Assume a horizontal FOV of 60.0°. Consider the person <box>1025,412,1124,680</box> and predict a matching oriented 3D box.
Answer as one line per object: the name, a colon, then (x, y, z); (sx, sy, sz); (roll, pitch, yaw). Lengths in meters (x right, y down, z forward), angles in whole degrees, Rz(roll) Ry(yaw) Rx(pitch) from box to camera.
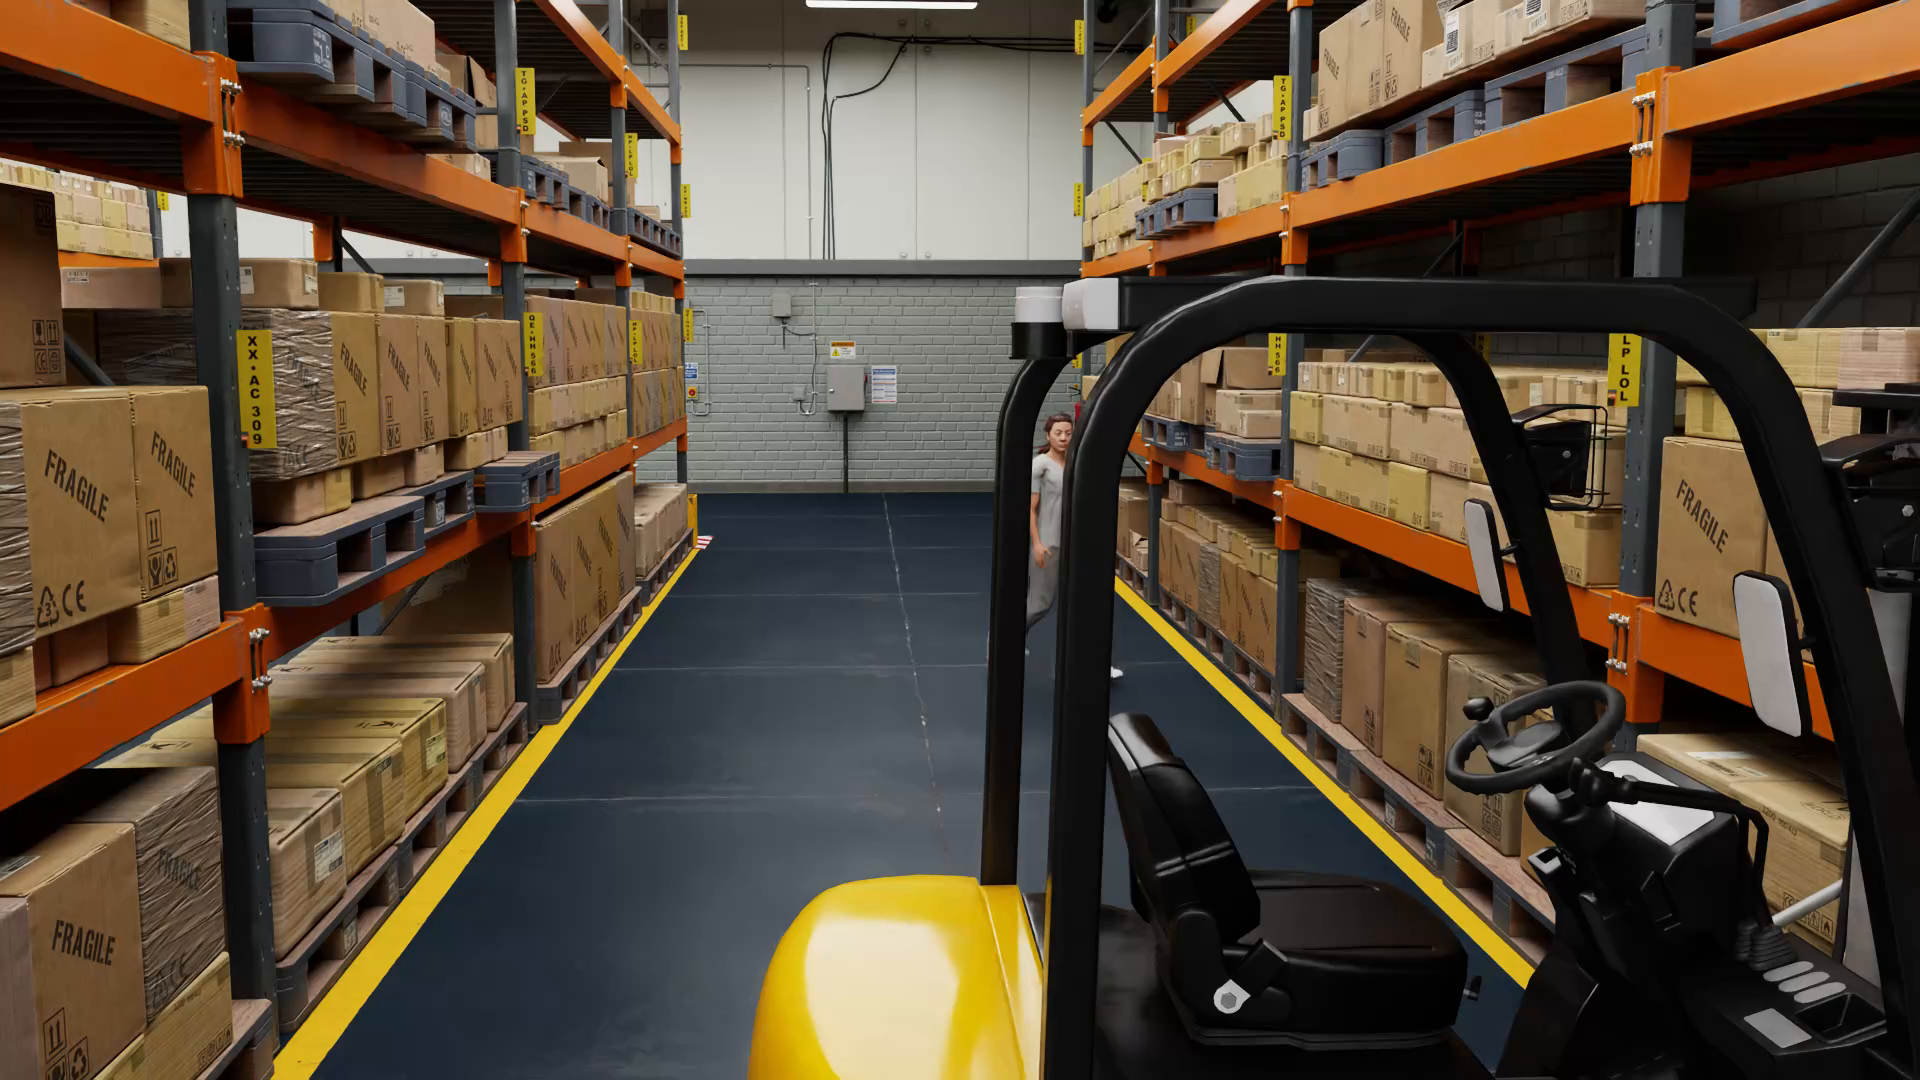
person: (0.635, 0.029, 10.207); (0.477, 1.621, 0.992); (-4, 8, -30)
